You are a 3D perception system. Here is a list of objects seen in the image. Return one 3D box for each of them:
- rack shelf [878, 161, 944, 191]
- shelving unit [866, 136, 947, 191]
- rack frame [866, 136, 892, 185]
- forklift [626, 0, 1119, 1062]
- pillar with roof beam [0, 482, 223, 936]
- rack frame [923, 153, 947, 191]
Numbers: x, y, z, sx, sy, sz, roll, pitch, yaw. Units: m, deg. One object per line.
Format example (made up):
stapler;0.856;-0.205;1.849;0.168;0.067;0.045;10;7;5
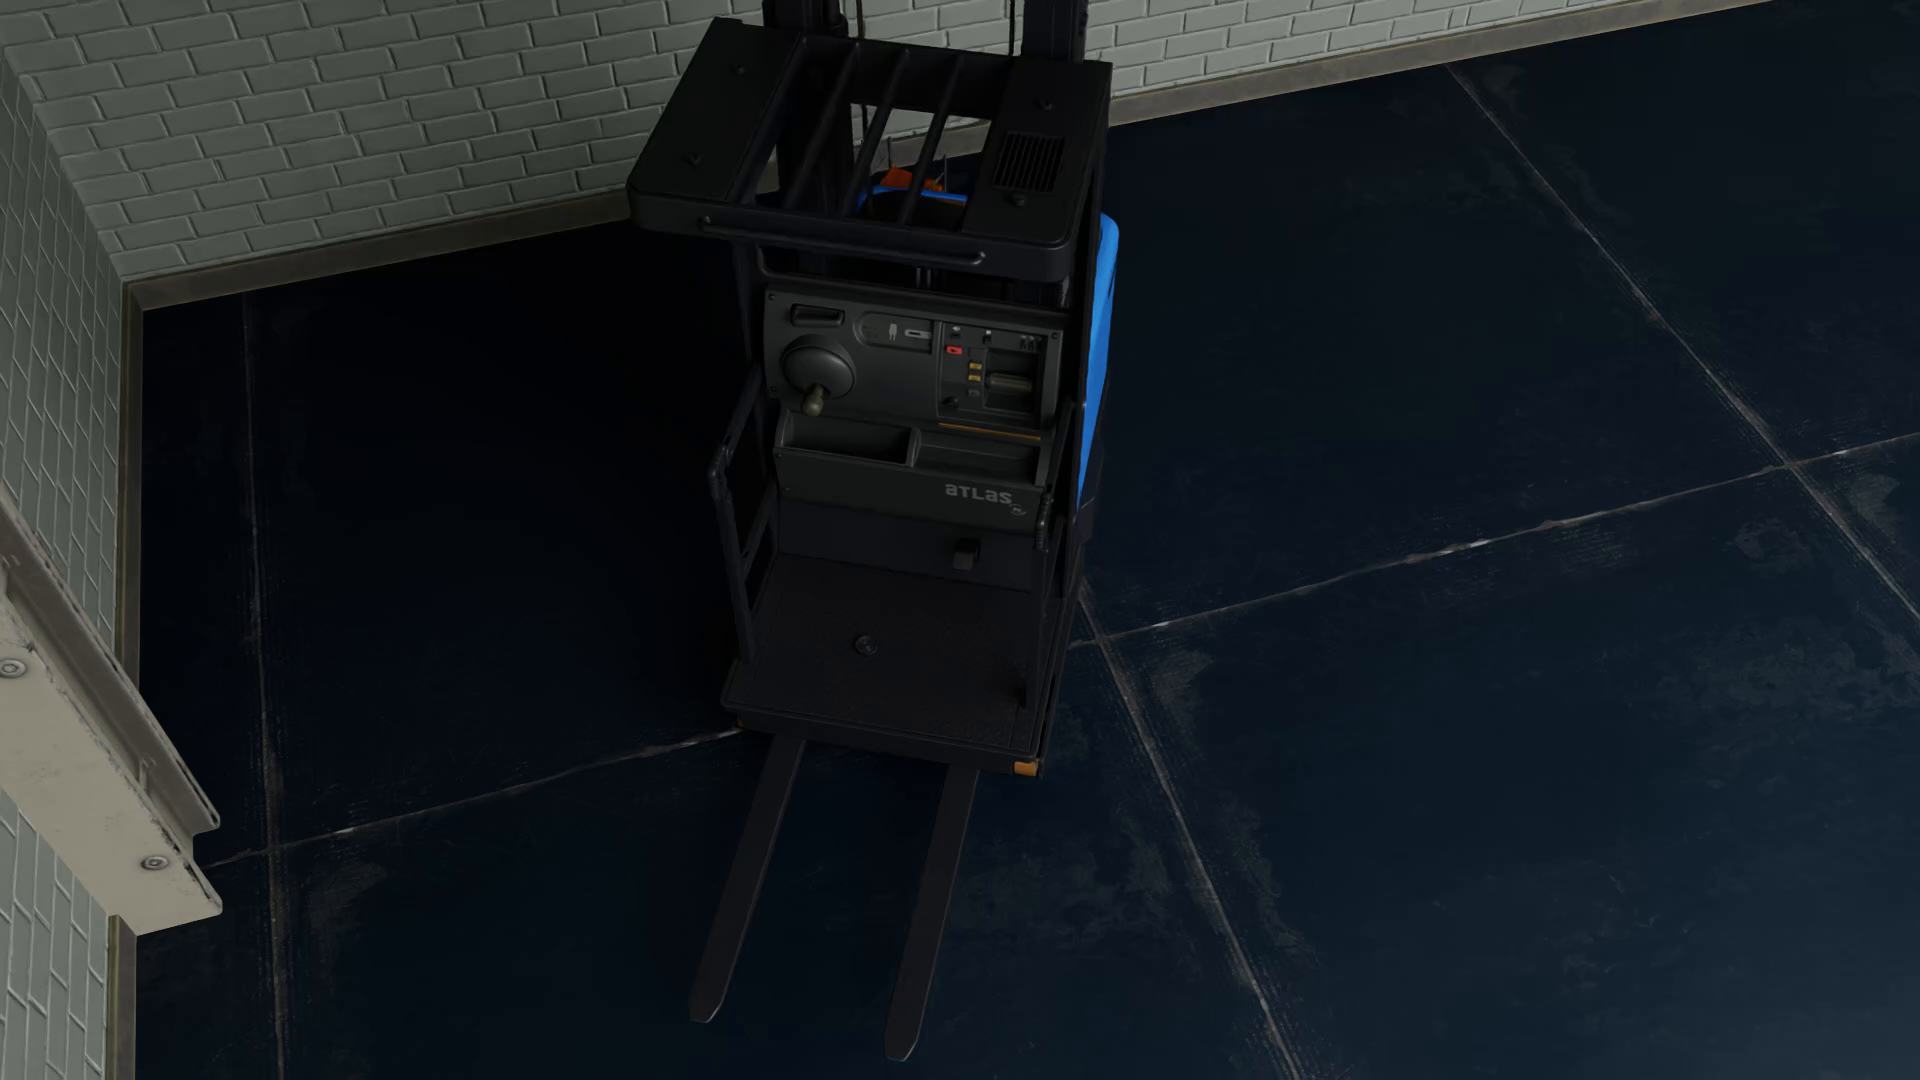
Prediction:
rack shelf;-0.206;-1.307;6.598;0.240;0.259;0.215;21;53;17
shelving unit;-0.206;-1.131;6.806;0.252;1.050;0.215;21;53;17
rack frame;-0.316;-1.173;6.842;0.008;1.050;0.200;21;53;17
forklift;-0.191;-0.435;4.990;1.130;2.935;3.031;9;50;7
pillar with roof beam;1.467;-2.749;2.971;9.100;9.000;0.400;-13;51;-11
rack frame;-0.097;-1.089;6.771;0.008;1.050;0.200;21;53;17
